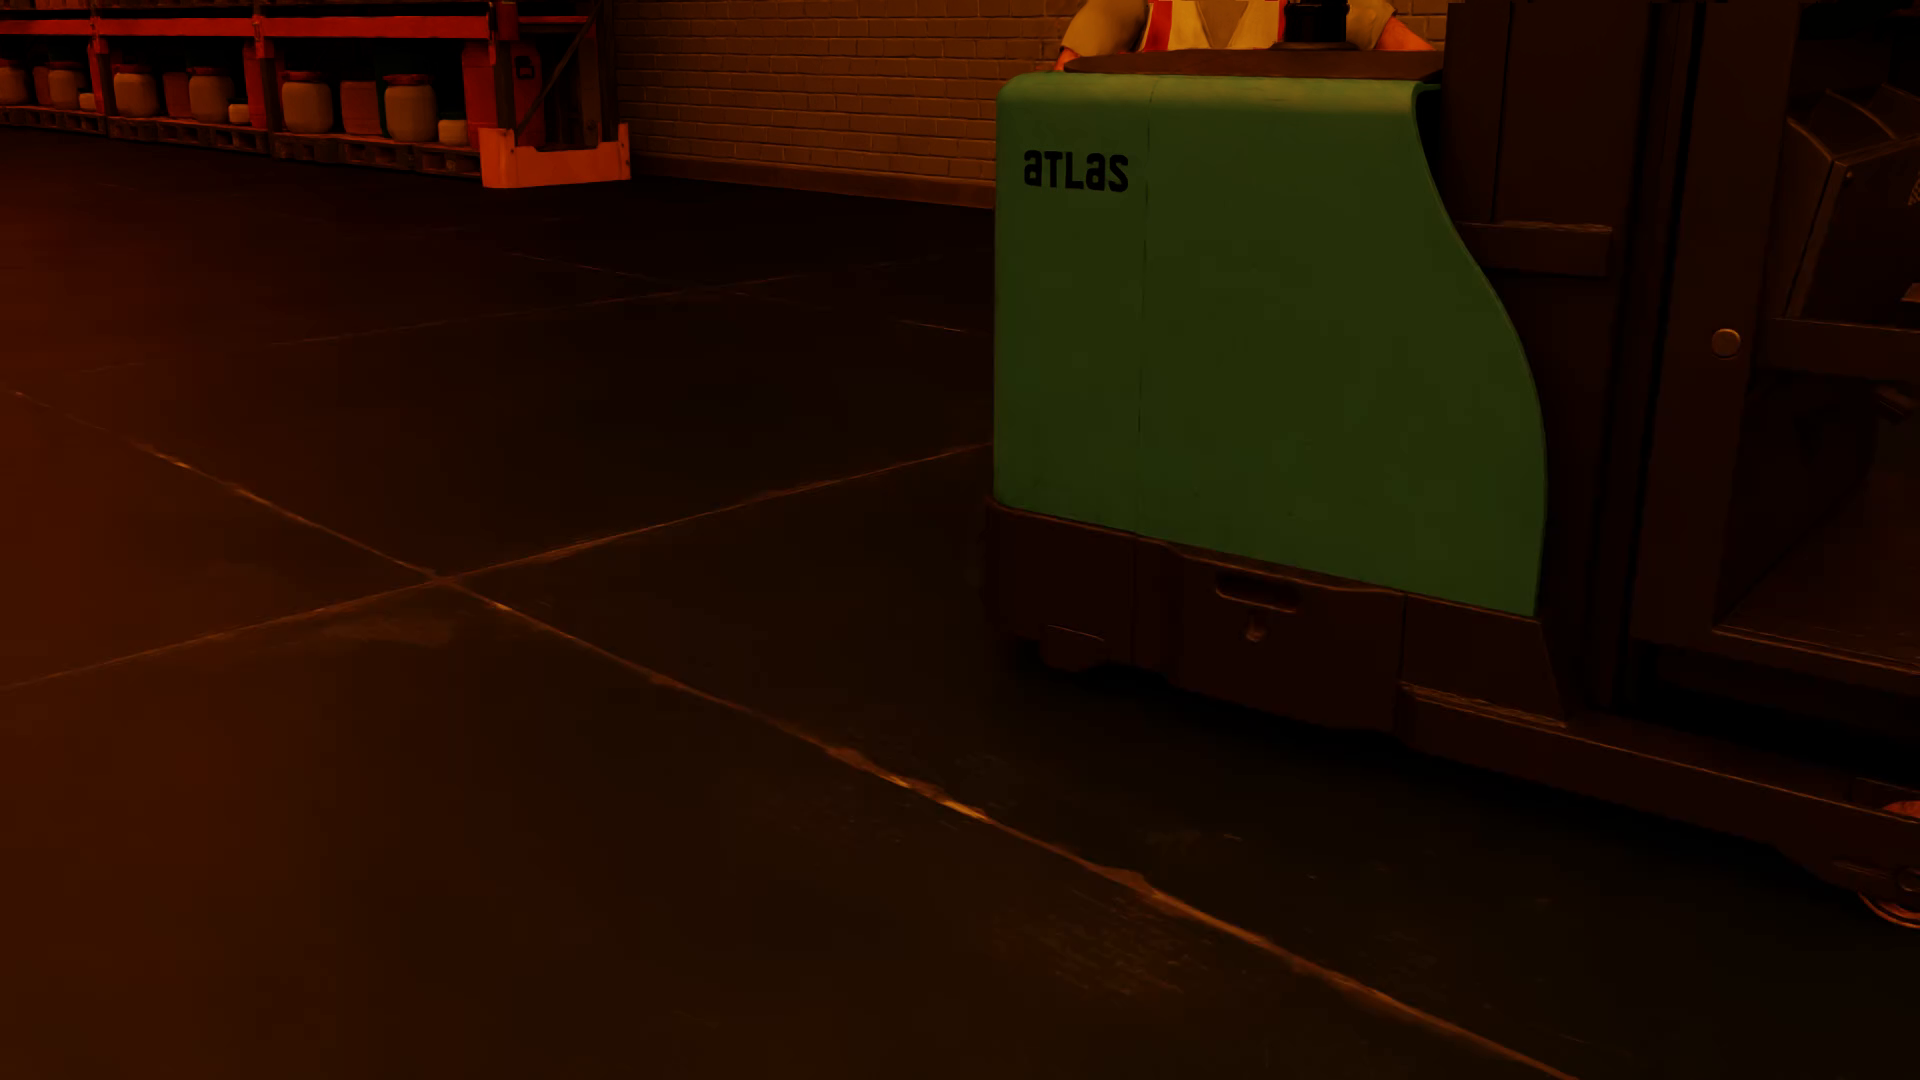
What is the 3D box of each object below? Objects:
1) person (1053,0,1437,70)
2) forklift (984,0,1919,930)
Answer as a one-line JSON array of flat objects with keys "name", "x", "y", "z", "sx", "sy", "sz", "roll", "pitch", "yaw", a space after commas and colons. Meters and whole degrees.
[{"name": "person", "x": 0.634, "y": -0.752, "z": 3.659, "sx": 1.159, "sy": 1.589, "sz": 1.003, "roll": 0, "pitch": 17, "yaw": 0}, {"name": "forklift", "x": 1.520, "y": -1.024, "z": 2.241, "sx": 3.031, "sy": 2.935, "sz": 1.130, "roll": 13, "pitch": 21, "yaw": 36}]
